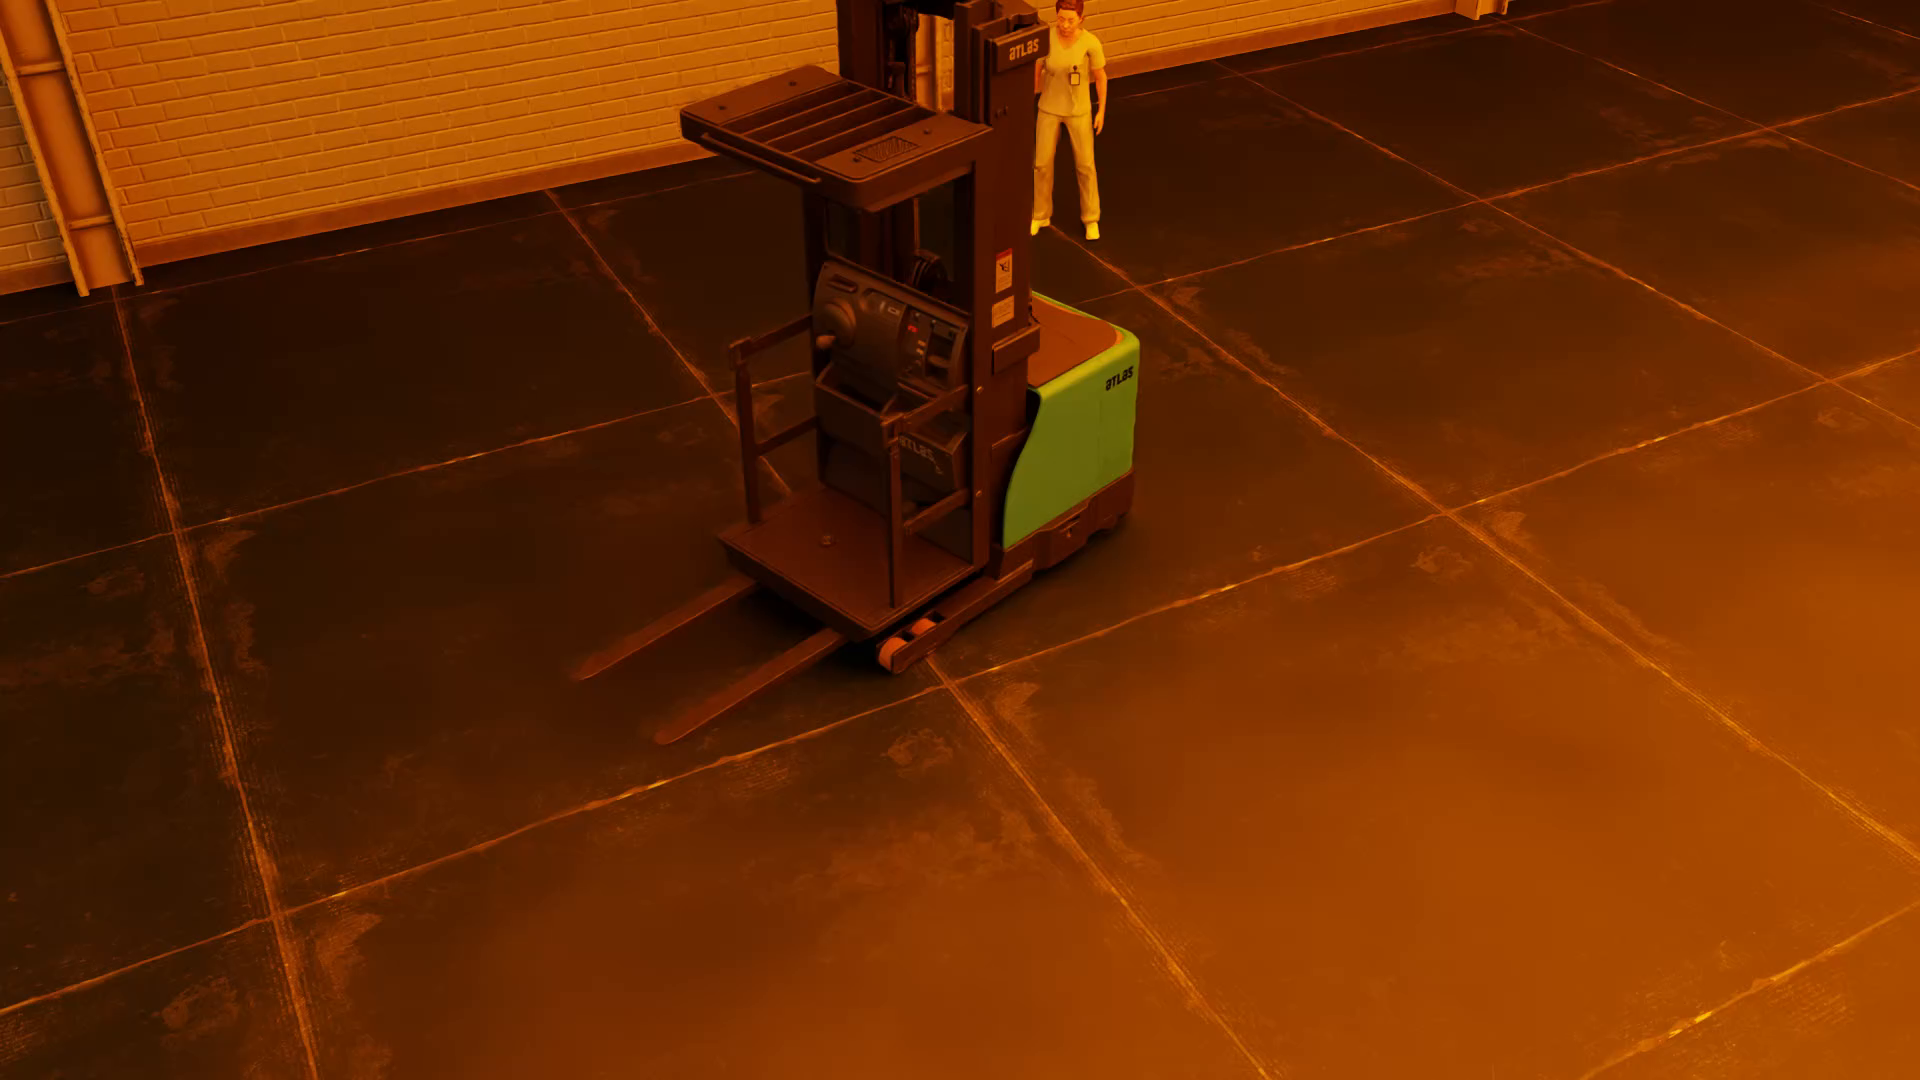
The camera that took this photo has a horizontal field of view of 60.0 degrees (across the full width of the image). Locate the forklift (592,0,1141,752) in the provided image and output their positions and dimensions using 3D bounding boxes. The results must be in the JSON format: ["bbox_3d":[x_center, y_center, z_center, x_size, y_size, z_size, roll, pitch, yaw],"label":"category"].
[{"bbox_3d":[-0.405,-0.916,7.419,1.130,2.935,3.031,26,43,31],"label":"forklift"}]

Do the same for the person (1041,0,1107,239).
[{"bbox_3d":[0.716,-2.882,11.292,0.568,1.679,0.393,8,36,11],"label":"person"}]
